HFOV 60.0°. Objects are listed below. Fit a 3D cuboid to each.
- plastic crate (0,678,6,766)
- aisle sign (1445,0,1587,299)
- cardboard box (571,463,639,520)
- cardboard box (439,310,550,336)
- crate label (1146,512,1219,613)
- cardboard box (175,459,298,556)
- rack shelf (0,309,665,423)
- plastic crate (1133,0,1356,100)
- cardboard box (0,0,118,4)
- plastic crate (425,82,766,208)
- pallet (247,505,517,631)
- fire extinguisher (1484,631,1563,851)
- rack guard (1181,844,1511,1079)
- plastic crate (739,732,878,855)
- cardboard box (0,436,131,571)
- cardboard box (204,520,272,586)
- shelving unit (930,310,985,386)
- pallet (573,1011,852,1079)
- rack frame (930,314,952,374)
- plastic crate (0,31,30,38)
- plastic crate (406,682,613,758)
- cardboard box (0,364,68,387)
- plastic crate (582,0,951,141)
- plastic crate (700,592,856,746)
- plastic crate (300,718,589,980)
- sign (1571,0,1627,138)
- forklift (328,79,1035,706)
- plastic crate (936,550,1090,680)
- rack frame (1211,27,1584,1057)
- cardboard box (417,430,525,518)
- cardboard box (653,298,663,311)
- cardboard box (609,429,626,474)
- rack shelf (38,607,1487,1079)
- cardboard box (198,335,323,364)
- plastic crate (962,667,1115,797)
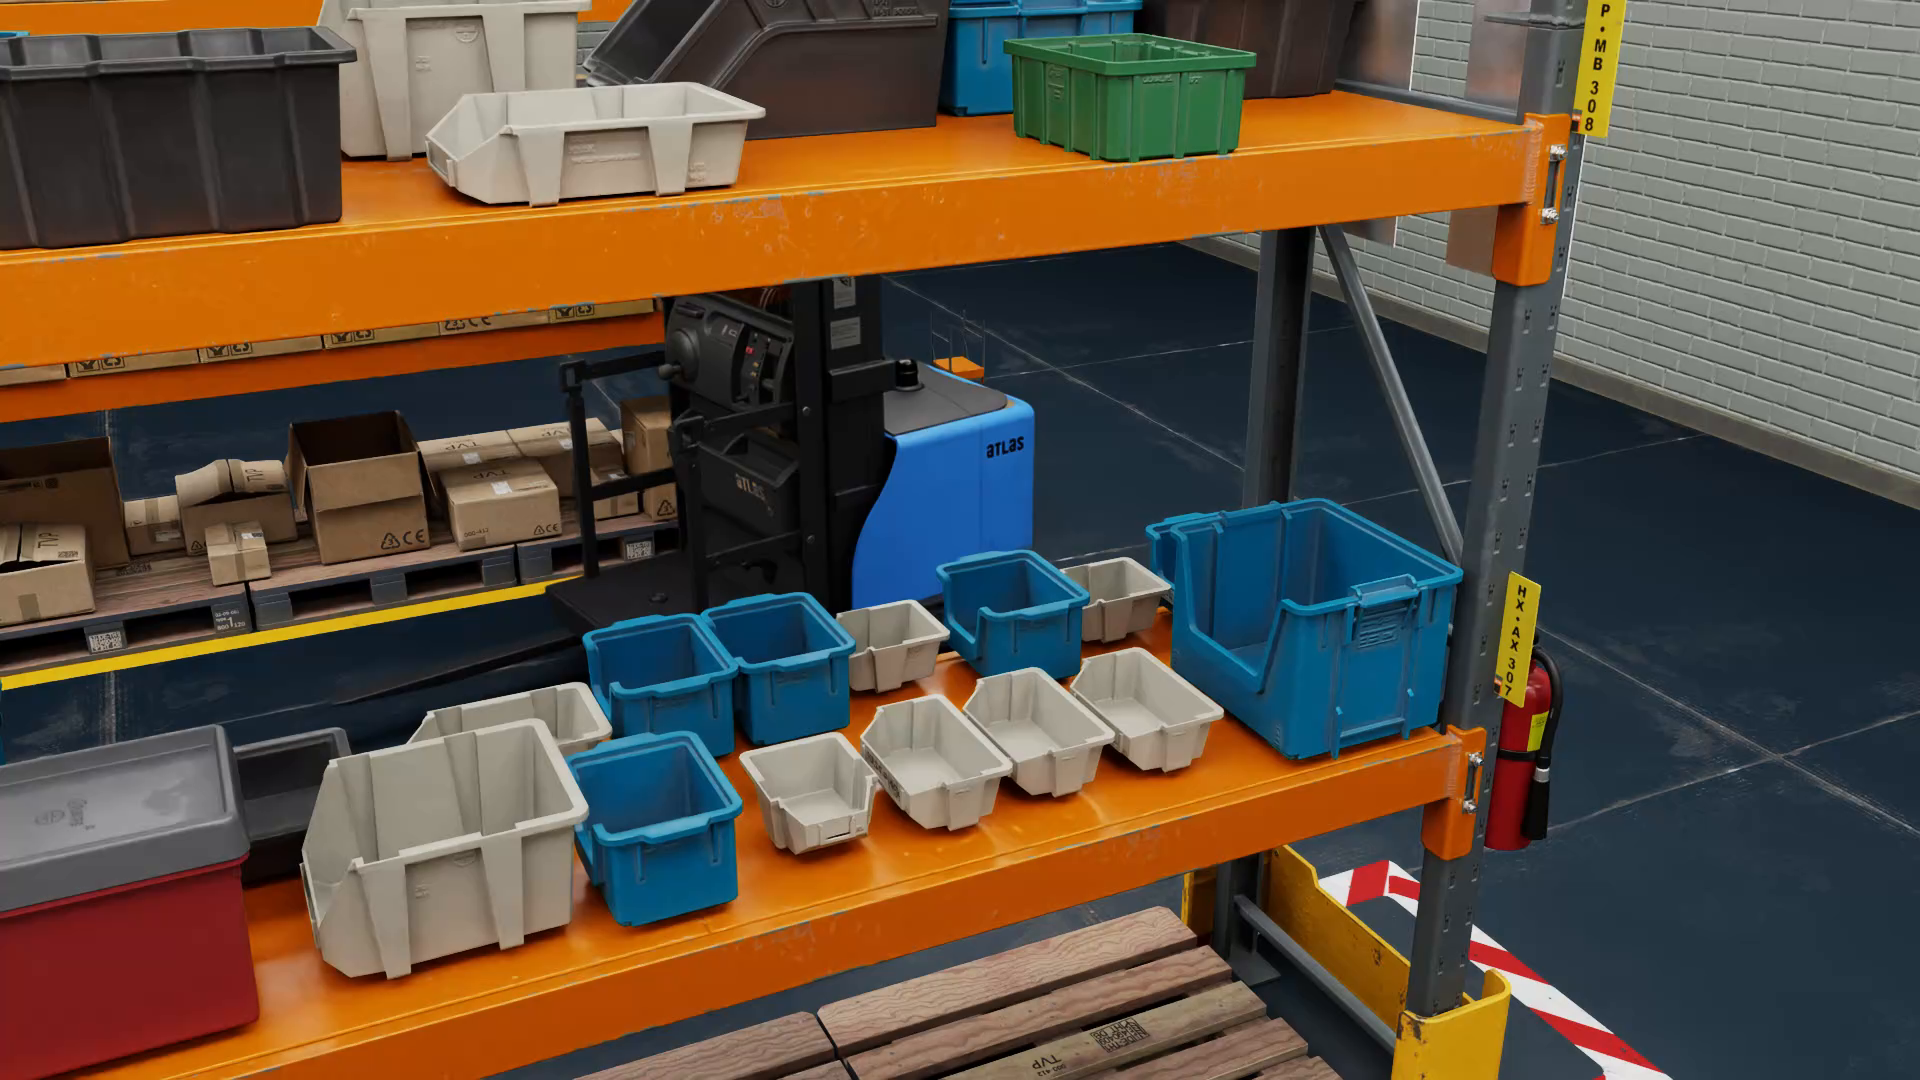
[{"bbox_3d":[-2.236,0.579,3.372,0.575,0.384,0.392,-10,25,-24],"label":"plastic crate"},{"bbox_3d":[1.287,-0.981,3.800,0.004,0.787,0.394,-10,25,-24],"label":"aisle sign"},{"bbox_3d":[-1.837,-0.260,8.585,0.250,0.166,0.380,-10,25,-24],"label":"cardboard box"},{"bbox_3d":[-2.253,-1.287,7.806,0.500,0.500,0.500,-10,25,-23],"label":"cardboard box"},{"bbox_3d":[0.730,0.108,4.708,0.303,0.233,0.416,-10,25,-24],"label":"crate label"},{"bbox_3d":[-3.588,-0.191,8.230,0.500,0.311,0.500,-10,25,-24],"label":"cardboard box"},{"bbox_3d":[-2.852,-0.913,7.974,4.000,0.370,1.077,-10,25,-24],"label":"rack shelf"},{"bbox_3d":[0.628,-1.227,4.041,0.590,0.269,0.497,-10,25,-24],"label":"plastic crate"},{"bbox_3d":[-3.656,-2.307,6.675,0.500,0.250,0.500,-10,25,-24],"label":"cardboard box"},{"bbox_3d":[-0.659,-0.705,2.954,0.530,0.136,0.437,-10,25,-24],"label":"plastic crate"},{"bbox_3d":[-2.934,0.058,8.335,1.213,0.211,1.003,-10,25,-24],"label":"pallet"},{"bbox_3d":[1.428,0.470,4.280,0.183,0.674,0.296,-10,25,-24],"label":"fire extinguisher"},{"bbox_3d":[1.111,1.277,5.011,0.348,0.500,1.175,-10,25,-24],"label":"rack guard"},{"bbox_3d":[-0.327,0.576,3.703,0.250,0.136,0.298,-10,25,-24],"label":"plastic crate"},{"bbox_3d":[-4.263,-0.154,7.893,0.500,0.500,0.500,-10,25,-24],"label":"cardboard box"},{"bbox_3d":[-3.407,0.050,7.835,0.250,0.166,0.380,-10,25,-24],"label":"cardboard box"},{"bbox_3d":[-0.013,-0.552,8.515,0.189,1.200,0.258,-10,25,-24],"label":"shelving unit"},{"bbox_3d":[-0.762,1.744,4.262,1.213,0.211,1.003,-10,25,-24],"label":"pallet"},{"bbox_3d":[-0.095,-0.537,8.478,0.006,1.200,0.240,-10,25,-24],"label":"rack frame"},{"bbox_3d":[-1.827,-0.775,2.998,0.300,0.233,0.416,-10,25,-24],"label":"plastic crate"},{"bbox_3d":[-1.070,0.496,3.896,0.466,0.136,0.293,-10,25,-24],"label":"plastic crate"},{"bbox_3d":[-4.076,-0.950,6.993,0.500,0.500,0.500,-10,24,-22],"label":"cardboard box"},{"bbox_3d":[-0.400,-1.068,3.567,0.767,0.338,0.504,-10,25,-24],"label":"plastic crate"},{"bbox_3d":[-0.456,0.326,4.180,0.300,0.233,0.416,-10,25,-24],"label":"plastic crate"},{"bbox_3d":[-1.053,0.632,3.379,0.530,0.282,0.437,-10,25,-24],"label":"plastic crate"},{"bbox_3d":[1.349,-1.020,3.507,0.005,0.325,0.100,-10,25,-24],"label":"sign"},{"bbox_3d":[-1.125,-0.767,6.771,3.031,2.935,1.130,-17,28,-35],"label":"forklift"},{"bbox_3d":[0.137,0.217,4.444,0.300,0.233,0.416,-10,25,-24],"label":"plastic crate"},{"bbox_3d":[1.095,0.131,4.512,0.127,3.000,1.000,-10,25,-24],"label":"rack frame"},{"bbox_3d":[-2.564,-0.351,8.697,0.500,0.250,0.500,-10,25,-24],"label":"cardboard box"},{"bbox_3d":[-1.335,-1.455,8.212,0.500,0.500,0.500,-10,24,-22],"label":"cardboard box"},{"bbox_3d":[-1.801,-0.479,9.113,0.250,0.166,0.380,-10,25,-24],"label":"cardboard box"},{"bbox_3d":[-0.707,0.795,3.848,4.000,0.370,1.077,-10,25,-24],"label":"rack shelf"},{"bbox_3d":[-3.165,-1.118,7.399,0.500,0.500,0.500,-11,25,-24],"label":"cardboard box"},{"bbox_3d":[0.172,0.466,3.969,0.243,0.136,0.396,-10,25,-24],"label":"plastic crate"}]
